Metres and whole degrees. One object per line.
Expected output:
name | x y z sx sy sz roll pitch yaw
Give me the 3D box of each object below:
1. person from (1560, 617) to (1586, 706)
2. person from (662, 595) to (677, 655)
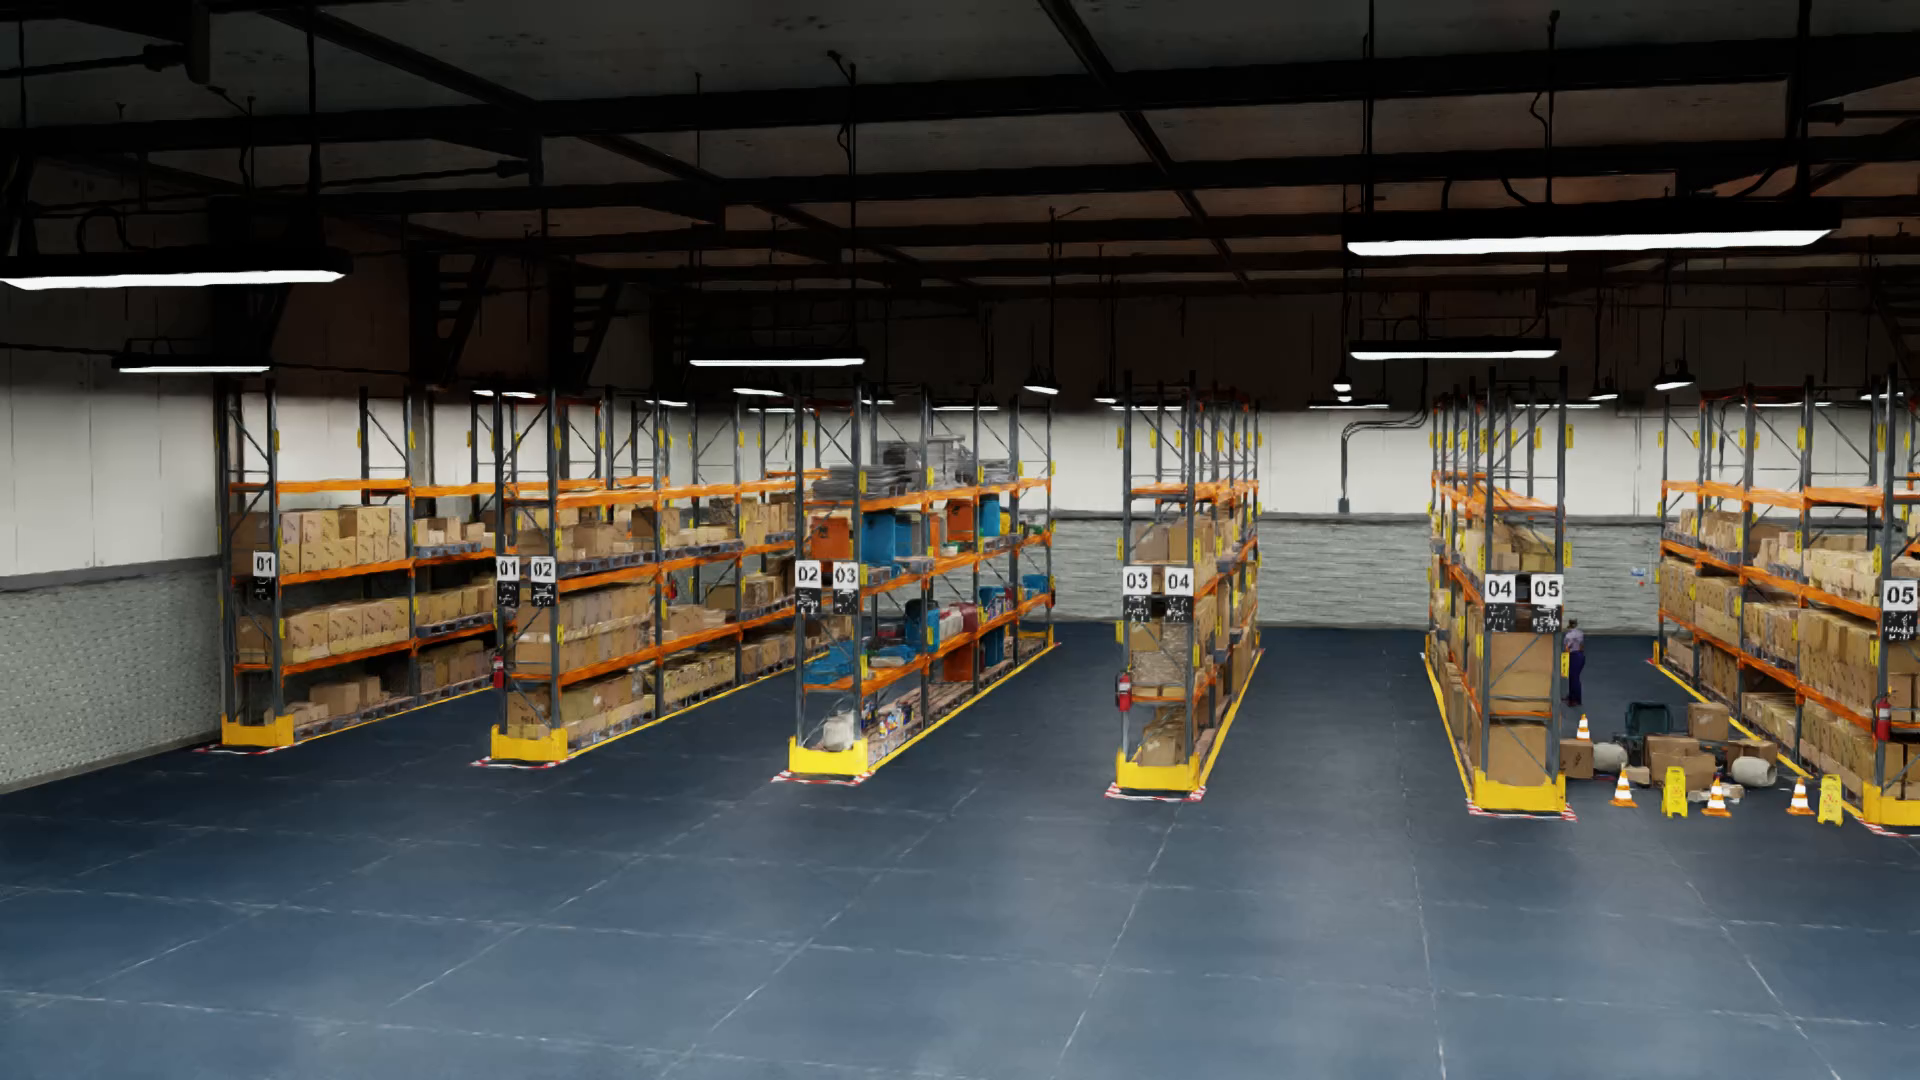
person | 11.576 2.281 31.466 0.556 1.644 0.598 3 5 45
person | -6.434 2.008 36.502 0.593 1.624 0.522 1 3 12
